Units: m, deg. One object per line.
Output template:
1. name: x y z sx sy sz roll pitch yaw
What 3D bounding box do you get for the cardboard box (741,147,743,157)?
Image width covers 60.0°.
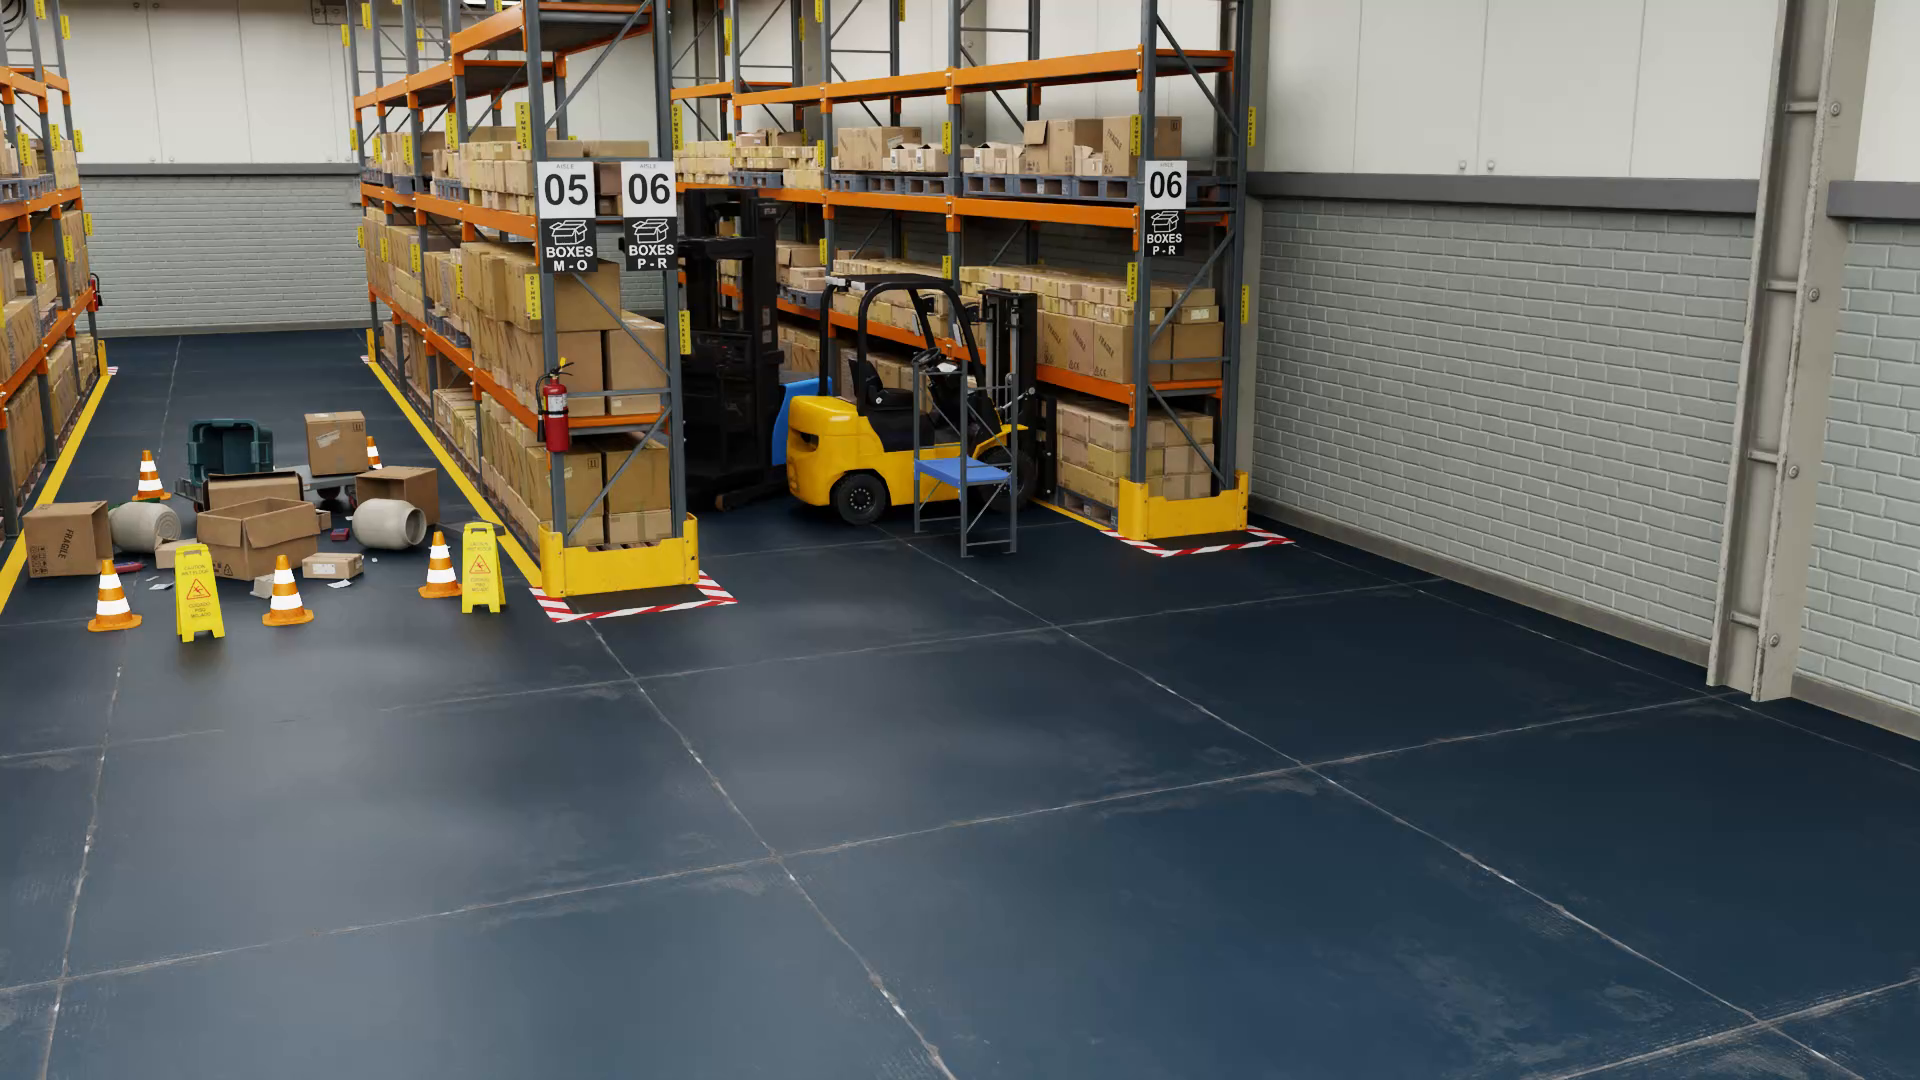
1. cardboard box: -2.957 -5.611 24.053 0.380 0.149 0.250 -5 14 -22

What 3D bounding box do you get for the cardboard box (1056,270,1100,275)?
1. cardboard box: 1.187 -2.631 16.767 0.380 0.149 0.250 -6 14 -24

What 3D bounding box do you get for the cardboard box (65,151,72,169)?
1. cardboard box: -12.664 -5.281 23.107 0.500 0.250 0.500 -5 14 -22

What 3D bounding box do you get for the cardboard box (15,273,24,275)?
1. cardboard box: -10.498 -2.872 18.431 0.380 0.149 0.250 -6 14 -23

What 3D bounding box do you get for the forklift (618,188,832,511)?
1. forklift: -2.479 -1.815 15.712 1.130 2.935 3.031 8 15 31

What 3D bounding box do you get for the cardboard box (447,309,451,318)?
1. cardboard box: -5.422 -2.523 18.244 0.380 0.149 0.250 -5 14 -20

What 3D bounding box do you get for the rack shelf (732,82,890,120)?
1. rack shelf: -2.045 -5.988 22.767 1.077 0.370 4.000 -6 14 -23

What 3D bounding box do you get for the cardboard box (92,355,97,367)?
1. cardboard box: -12.893 -2.615 24.407 0.380 0.149 0.250 -5 14 -21

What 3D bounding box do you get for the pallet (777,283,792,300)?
1. pallet: -2.027 -3.505 23.288 1.003 0.211 1.213 -6 14 -23

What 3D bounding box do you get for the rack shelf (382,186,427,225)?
1. rack shelf: -6.592 -4.272 21.120 1.077 0.370 4.000 -6 14 -23

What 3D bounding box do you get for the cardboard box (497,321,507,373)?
1. cardboard box: -3.635 -1.690 14.139 0.500 0.500 0.500 -5 14 -22

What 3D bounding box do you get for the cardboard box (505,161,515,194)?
1. cardboard box: -3.226 -2.815 12.902 0.500 0.250 0.500 -6 14 -24

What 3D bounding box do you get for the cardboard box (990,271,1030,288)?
1. cardboard box: 0.521 -2.628 16.751 0.380 0.149 0.250 -5 14 -22

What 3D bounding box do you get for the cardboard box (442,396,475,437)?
1. cardboard box: -5.271 -1.403 18.677 0.950 0.372 0.625 -6 14 -24

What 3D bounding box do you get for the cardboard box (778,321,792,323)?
1. cardboard box: -2.651 -3.126 24.398 0.380 0.149 0.250 -6 15 -26

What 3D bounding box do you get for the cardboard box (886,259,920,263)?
1. cardboard box: -0.721 -3.469 21.046 0.380 0.149 0.250 -5 14 -21

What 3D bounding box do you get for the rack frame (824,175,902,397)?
1. rack frame: -1.244 -3.197 21.532 1.000 3.000 0.127 -6 14 -23

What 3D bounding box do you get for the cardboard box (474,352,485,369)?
1. cardboard box: -4.356 -1.705 15.643 0.380 0.149 0.250 -6 14 -23

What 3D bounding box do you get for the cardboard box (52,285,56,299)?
1. cardboard box: -11.443 -3.071 20.612 0.380 0.149 0.250 -6 14 -23

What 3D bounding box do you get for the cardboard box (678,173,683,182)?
1. cardboard box: -4.534 -6.102 27.988 0.380 0.149 0.250 -5 14 -22

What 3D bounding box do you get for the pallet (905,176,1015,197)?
1. pallet: -0.007 -3.920 18.427 0.805 0.209 1.217 -6 14 -25

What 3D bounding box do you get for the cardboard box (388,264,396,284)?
1. cardboard box: -7.475 -3.629 22.620 0.500 0.250 0.500 -6 14 -25

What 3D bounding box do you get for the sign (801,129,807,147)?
1. sign: -2.339 -5.980 24.882 0.100 0.325 0.005 -6 14 -23

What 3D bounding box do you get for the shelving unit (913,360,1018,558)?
1. shelving unit: 0.034 -0.713 14.125 0.538 1.500 1.048 -6 14 -23

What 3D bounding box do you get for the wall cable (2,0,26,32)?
1. wall cable: -17.182 -9.475 28.219 2.277 5.999 0.120 -6 14 -23

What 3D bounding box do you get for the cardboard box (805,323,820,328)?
1. cardboard box: -2.032 -3.061 24.117 0.380 0.149 0.250 -5 14 -21

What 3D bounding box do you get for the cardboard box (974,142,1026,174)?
1. cardboard box: 0.468 -3.848 16.737 0.500 0.311 0.500 -5 14 -22

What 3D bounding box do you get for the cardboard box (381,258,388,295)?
1. cardboard box: -8.024 -3.802 23.922 0.500 0.500 0.500 -6 14 -24

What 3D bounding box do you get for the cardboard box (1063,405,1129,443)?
1. cardboard box: 1.280 -1.069 15.284 0.500 0.250 0.500 -5 14 -22

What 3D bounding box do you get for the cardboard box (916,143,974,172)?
1. cardboard box: -0.155 -4.170 18.126 0.500 0.311 0.500 -6 14 -25

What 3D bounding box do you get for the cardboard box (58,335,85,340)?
1. cardboard box: -12.998 -2.895 24.298 0.380 0.149 0.250 -5 14 -22

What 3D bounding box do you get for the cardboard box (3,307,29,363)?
1. cardboard box: -9.251 -1.948 15.913 0.500 0.500 0.500 -5 14 -22

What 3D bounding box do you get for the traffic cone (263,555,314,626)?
1. traffic cone: -4.821 0.339 11.880 0.336 0.463 0.334 -6 14 -23

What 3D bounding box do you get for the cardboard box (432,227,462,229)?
1. cardboard box: -6.770 -3.935 22.279 0.500 0.500 0.500 -5 14 -22

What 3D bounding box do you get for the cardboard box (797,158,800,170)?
1. cardboard box: -1.968 -5.047 22.319 0.380 0.149 0.250 -5 14 -22

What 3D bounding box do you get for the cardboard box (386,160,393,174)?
1. cardboard box: -7.207 -4.834 21.537 0.380 0.166 0.250 -7 15 -27

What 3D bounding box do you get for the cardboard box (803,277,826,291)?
1. cardboard box: -1.859 -3.381 21.950 0.380 0.149 0.250 -5 14 -22

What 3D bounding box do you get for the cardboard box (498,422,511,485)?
1. cardboard box: -3.768 -0.789 14.630 0.500 0.500 0.500 -5 14 -20

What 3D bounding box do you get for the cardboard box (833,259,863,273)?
1. cardboard box: -1.386 -3.470 21.048 0.380 0.149 0.250 -5 14 -21

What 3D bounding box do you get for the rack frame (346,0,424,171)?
1. rack frame: -8.995 -7.324 26.057 1.000 3.000 0.127 -6 14 -23

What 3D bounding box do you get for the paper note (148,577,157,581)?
1. paper note: -6.334 0.302 13.041 0.032 0.001 0.123 1 13 6

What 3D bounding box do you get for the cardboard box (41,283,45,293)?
1. cardboard box: -10.924 -2.947 19.415 0.380 0.149 0.250 -5 14 -21

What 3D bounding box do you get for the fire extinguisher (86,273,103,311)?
1. fire extinguisher: -13.168 -3.807 25.167 0.296 0.674 0.183 -6 14 -23

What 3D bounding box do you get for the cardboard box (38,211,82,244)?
1. cardboard box: -12.876 -4.437 23.790 0.500 0.500 0.500 -6 14 -25

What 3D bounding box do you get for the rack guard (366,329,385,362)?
1. rack guard: -9.005 -3.188 27.036 1.175 0.500 0.348 -6 14 -23

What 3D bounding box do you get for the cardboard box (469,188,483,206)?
1. cardboard box: -4.237 -3.115 15.081 0.380 0.149 0.250 -6 14 -23

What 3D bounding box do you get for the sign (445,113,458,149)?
1. sign: -4.695 -3.776 15.360 0.100 0.325 0.005 -6 14 -23

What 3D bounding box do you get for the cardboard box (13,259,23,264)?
1. cardboard box: -12.341 -3.375 21.417 0.500 0.500 0.500 -6 14 -23

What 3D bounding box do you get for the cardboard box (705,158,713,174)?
1. cardboard box: -3.682 -5.847 26.003 0.500 0.250 0.500 -5 14 -22

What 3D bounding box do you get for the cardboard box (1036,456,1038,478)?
1. cardboard box: 0.872 -0.791 16.302 0.500 0.250 0.500 -5 14 -21

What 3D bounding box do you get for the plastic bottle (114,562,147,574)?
1. plastic bottle: -6.658 0.221 13.278 0.283 0.061 0.133 -12 18 -42

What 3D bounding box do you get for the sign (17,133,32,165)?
1. sign: -9.774 -4.080 17.374 0.100 0.325 0.005 -6 14 -23

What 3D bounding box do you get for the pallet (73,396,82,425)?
1. pallet: -11.575 -1.587 20.760 1.003 0.211 1.213 -6 14 -23
